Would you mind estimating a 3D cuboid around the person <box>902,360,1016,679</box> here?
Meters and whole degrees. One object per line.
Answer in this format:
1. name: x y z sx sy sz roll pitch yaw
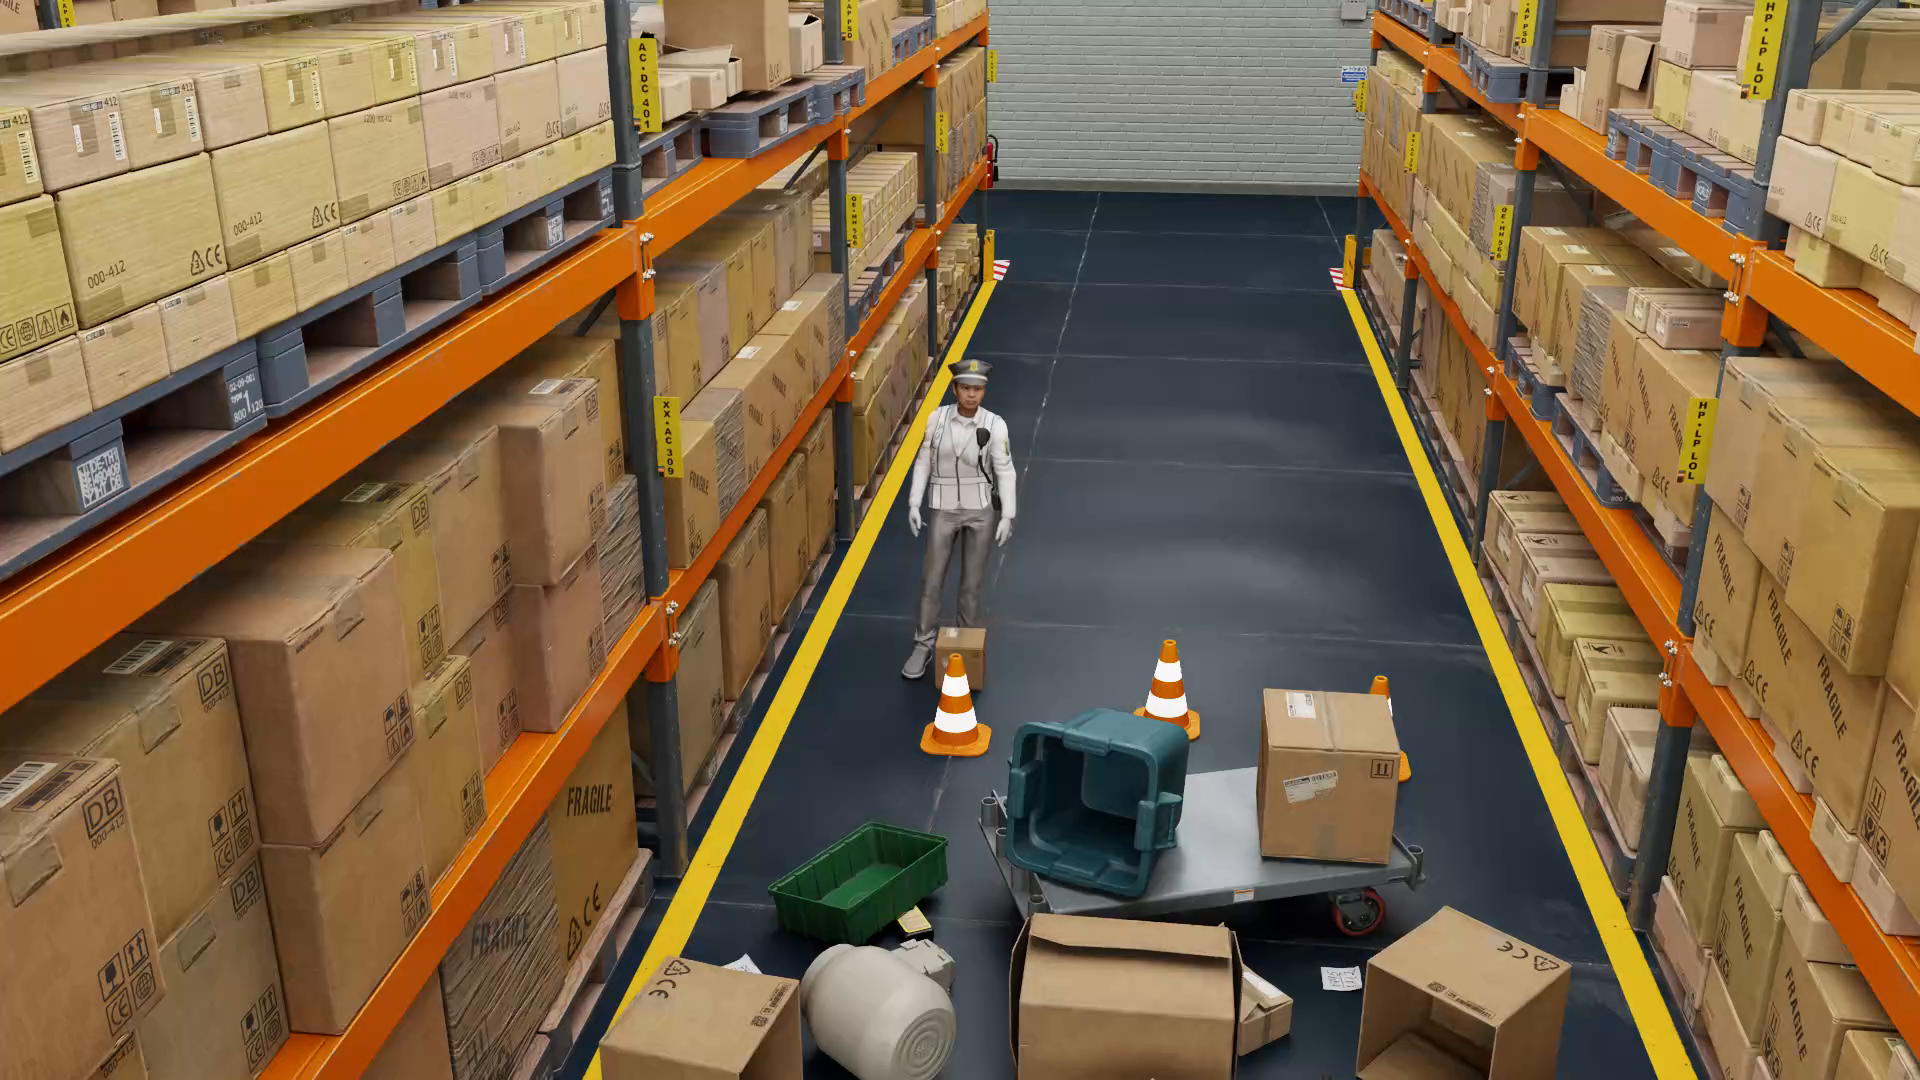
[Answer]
1. person: 0.001 -0.121 8.824 0.586 1.695 0.532 3 21 6
